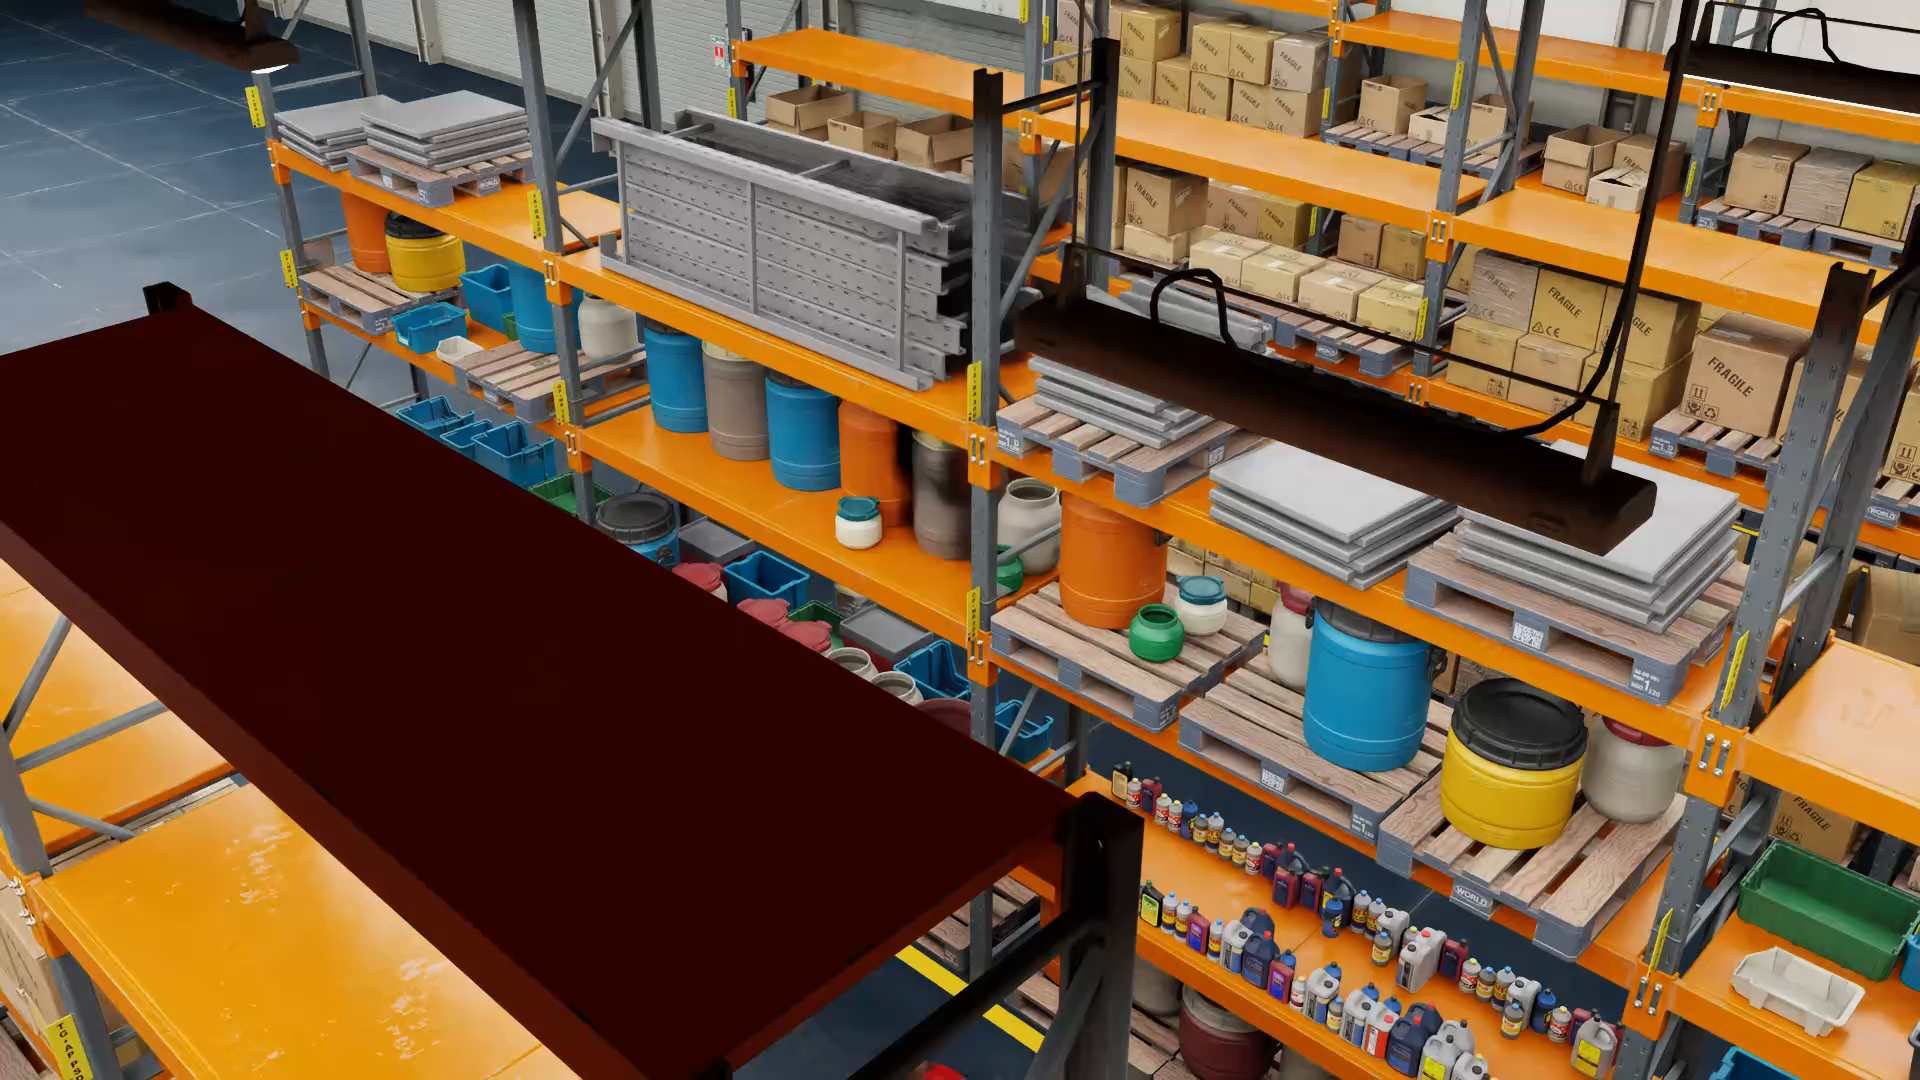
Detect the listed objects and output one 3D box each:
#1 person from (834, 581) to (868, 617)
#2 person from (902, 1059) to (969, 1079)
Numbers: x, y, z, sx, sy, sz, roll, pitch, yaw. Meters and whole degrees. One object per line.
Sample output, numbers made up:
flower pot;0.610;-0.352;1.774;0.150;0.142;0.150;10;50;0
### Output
person;-0.822;0.377;13.781;0.886;1.757;0.698;23;37;35
person;-0.311;3.242;8.748;0.602;1.684;0.651;17;33;27
